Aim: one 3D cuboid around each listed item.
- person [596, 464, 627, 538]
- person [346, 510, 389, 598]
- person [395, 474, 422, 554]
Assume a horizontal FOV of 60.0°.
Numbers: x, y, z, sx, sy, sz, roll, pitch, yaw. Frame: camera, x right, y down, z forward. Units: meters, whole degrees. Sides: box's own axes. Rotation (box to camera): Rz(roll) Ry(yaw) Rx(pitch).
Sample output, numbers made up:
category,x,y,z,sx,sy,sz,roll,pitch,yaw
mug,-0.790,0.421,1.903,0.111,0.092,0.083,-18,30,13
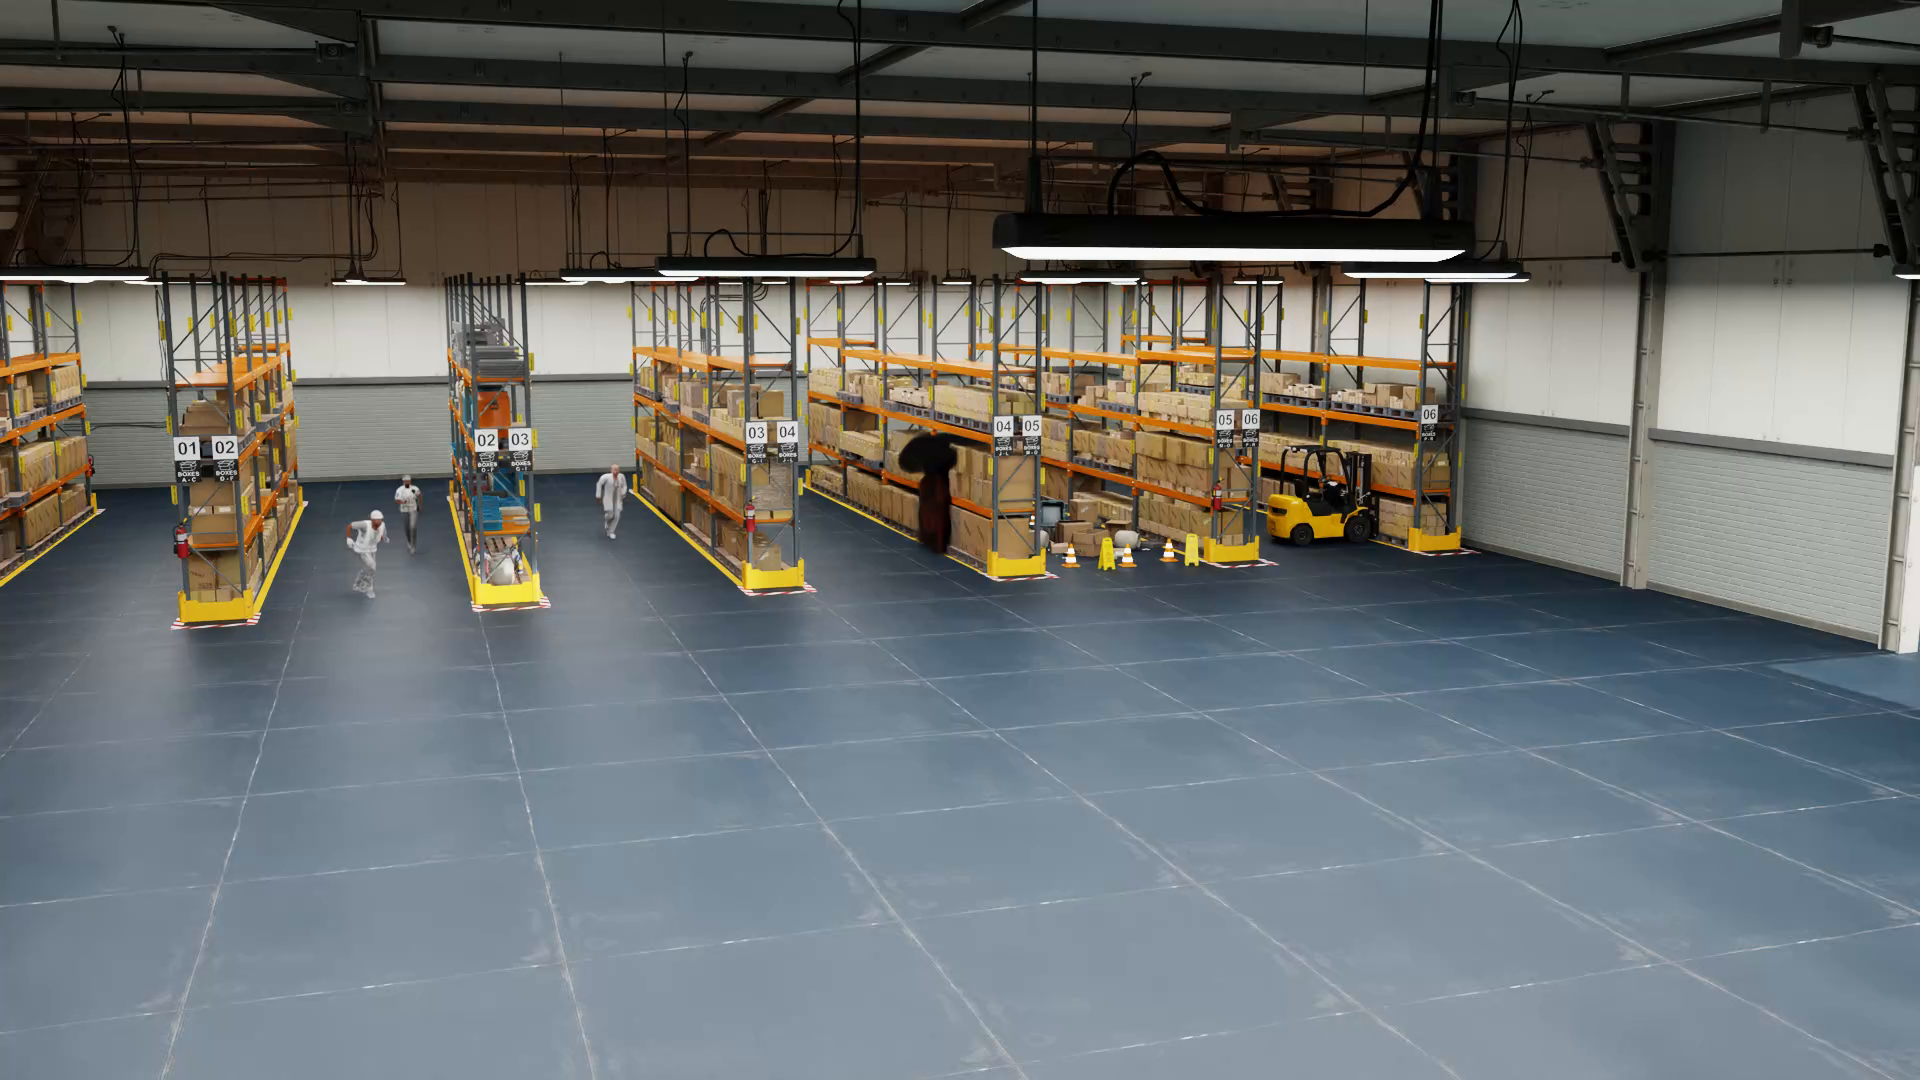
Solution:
category,x,y,z,sx,sy,sz,roll,pitch,yaw
person,-8.072,-0.916,38.516,0.719,1.710,0.704,-6,11,-35
person,-11.074,0.265,31.003,0.987,1.680,0.735,6,10,34
person,-12.038,-0.579,36.325,0.519,1.747,0.848,-2,9,-11
